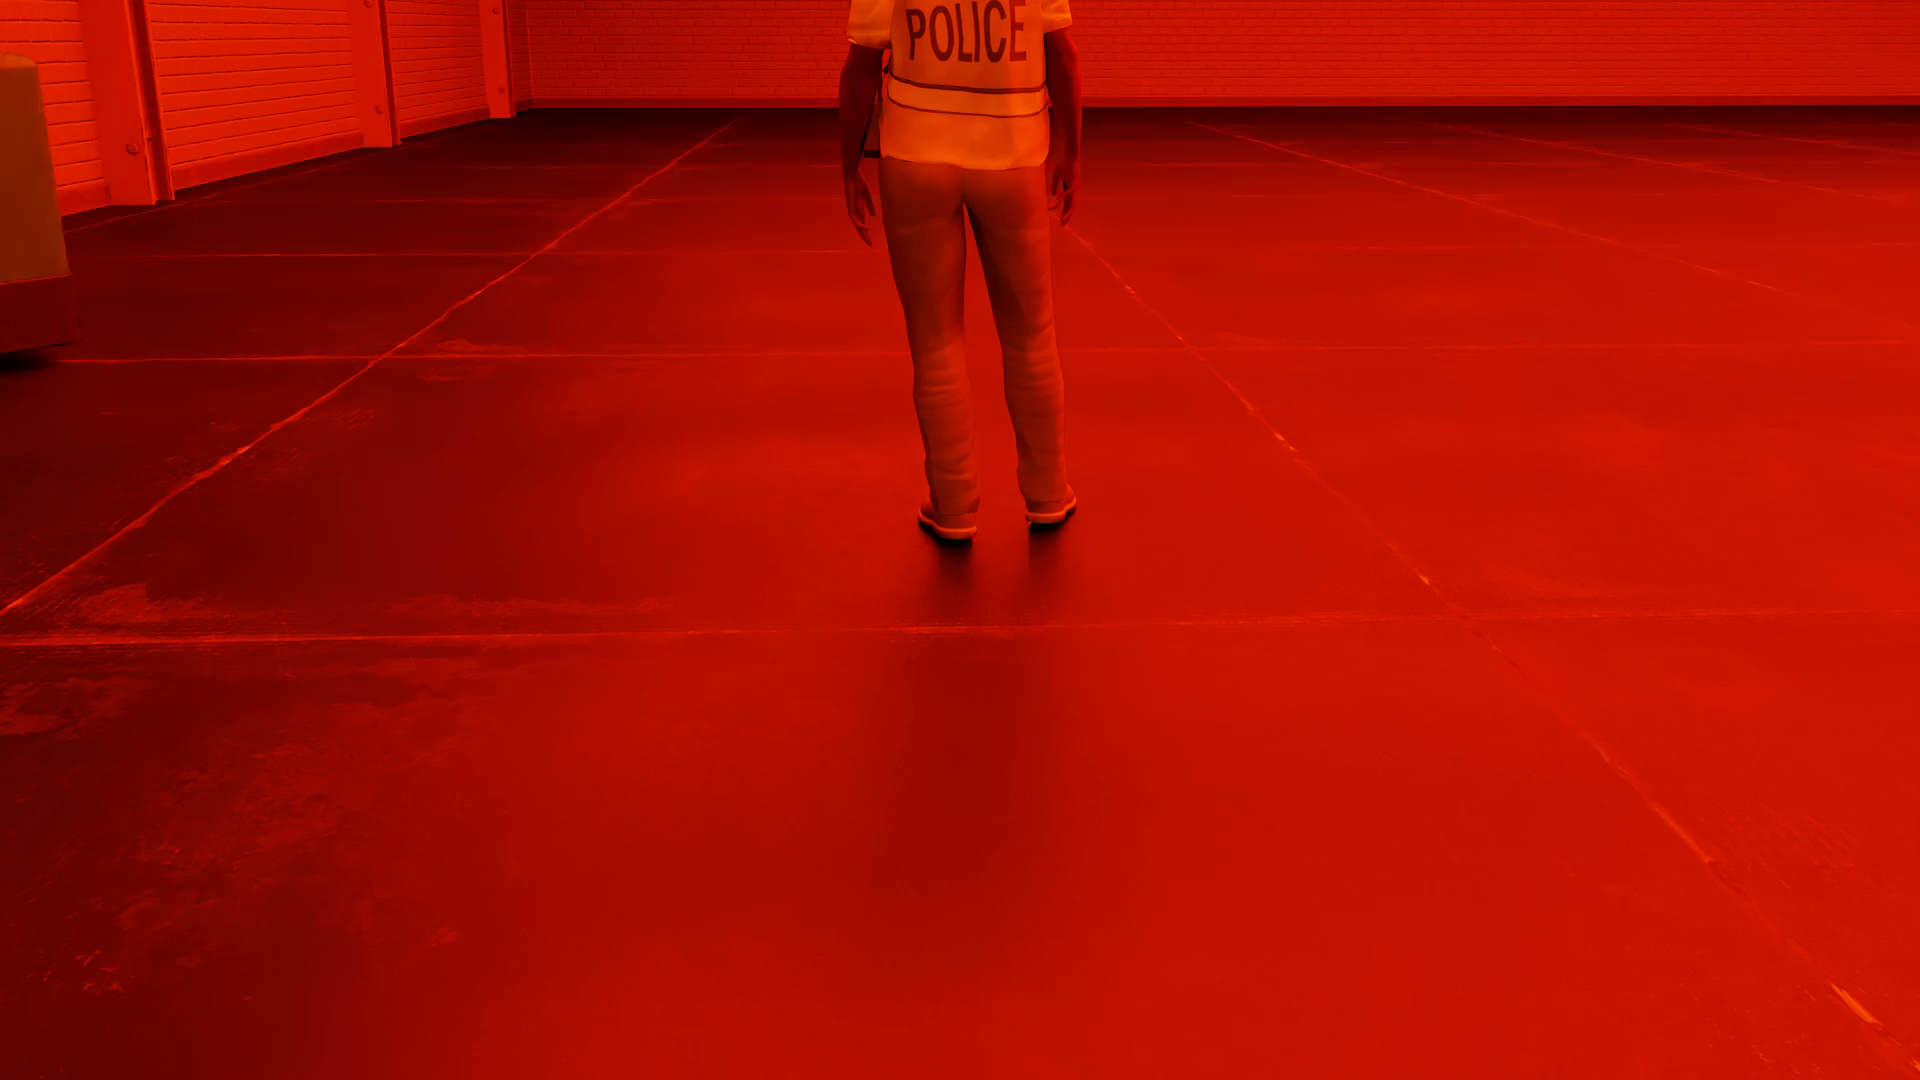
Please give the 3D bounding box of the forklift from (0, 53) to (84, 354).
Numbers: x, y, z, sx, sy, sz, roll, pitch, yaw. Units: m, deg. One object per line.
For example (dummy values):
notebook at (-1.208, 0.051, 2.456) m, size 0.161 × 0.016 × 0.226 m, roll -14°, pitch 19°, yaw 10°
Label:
forklift at (-4.717, -2.173, 6.011) m, size 3.031 × 2.935 × 1.130 m, roll 10°, pitch 20°, yaw 30°

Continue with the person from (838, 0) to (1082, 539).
person at (0.016, -0.839, 3.740) m, size 0.569 × 1.695 × 0.530 m, roll -1°, pitch 17°, yaw -3°
